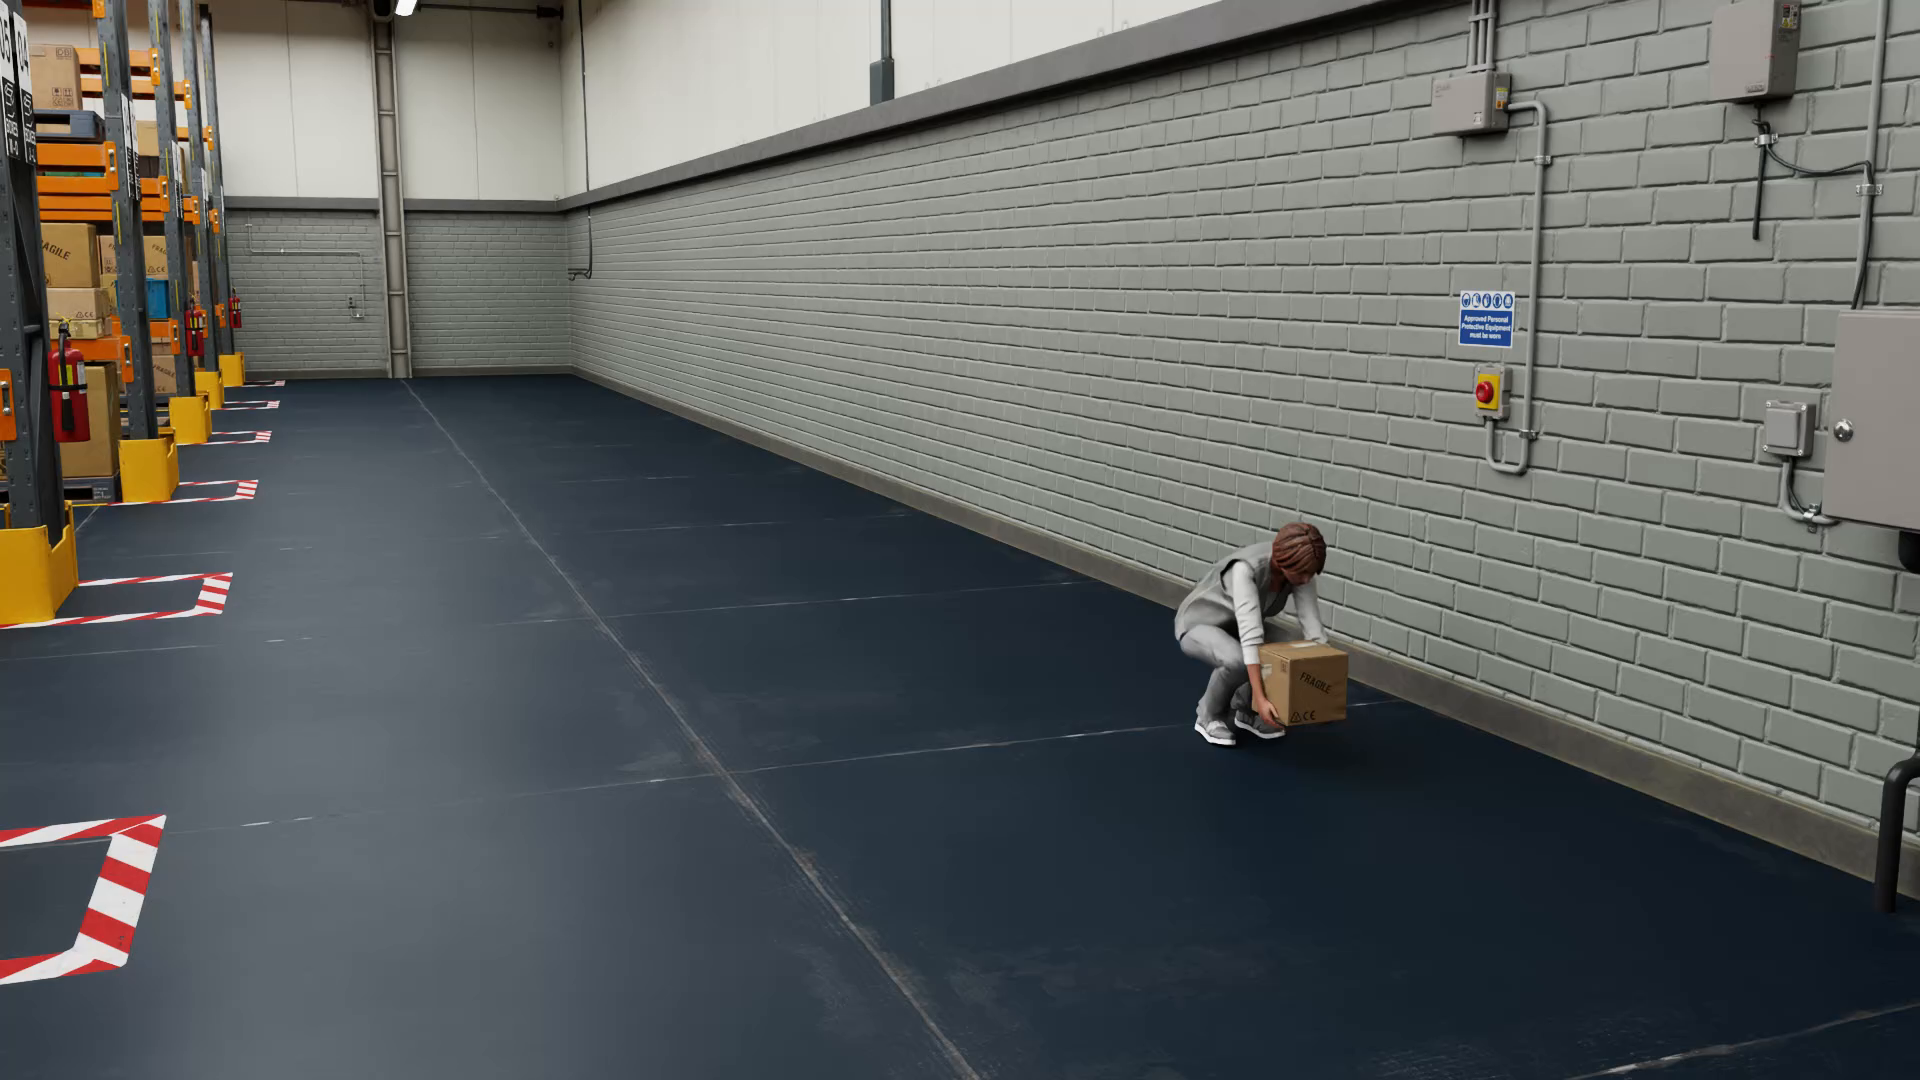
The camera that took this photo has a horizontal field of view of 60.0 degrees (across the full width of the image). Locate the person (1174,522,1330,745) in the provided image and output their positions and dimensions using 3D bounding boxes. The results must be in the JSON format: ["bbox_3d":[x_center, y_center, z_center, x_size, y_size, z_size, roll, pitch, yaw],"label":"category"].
[{"bbox_3d":[1.144,0.360,6.424,0.423,0.894,0.822,-4,10,-22],"label":"person"}]
